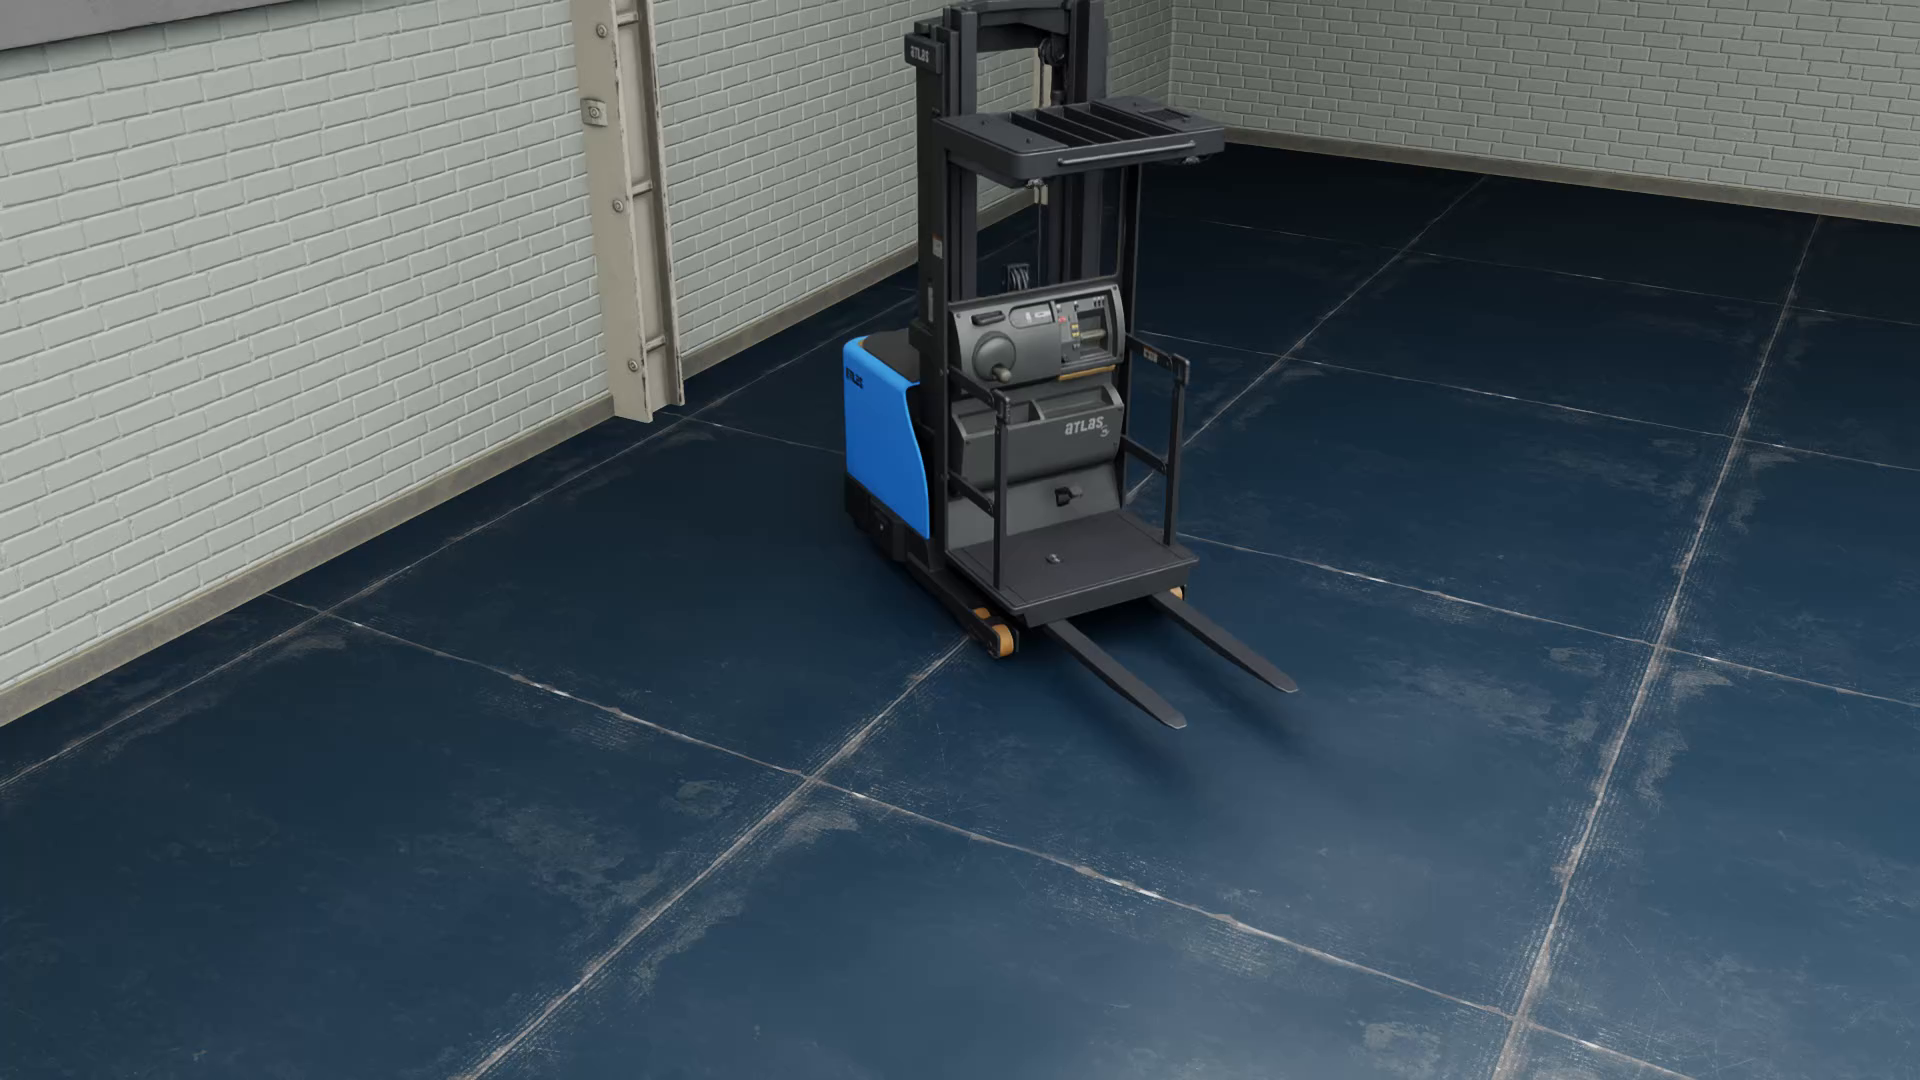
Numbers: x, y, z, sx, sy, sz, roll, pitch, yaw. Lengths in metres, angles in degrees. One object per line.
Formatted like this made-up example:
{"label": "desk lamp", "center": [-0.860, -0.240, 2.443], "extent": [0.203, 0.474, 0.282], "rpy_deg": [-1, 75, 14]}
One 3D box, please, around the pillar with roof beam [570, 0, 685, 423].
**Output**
{"label": "pillar with roof beam", "center": [1.691, -3.943, 7.075], "extent": [9.100, 9.000, 0.400], "rpy_deg": [14, 30, 26]}

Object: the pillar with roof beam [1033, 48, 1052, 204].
{"label": "pillar with roof beam", "center": [4.642, -6.282, 11.746], "extent": [9.100, 9.000, 0.400], "rpy_deg": [14, 30, 26]}

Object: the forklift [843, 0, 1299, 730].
{"label": "forklift", "center": [0.495, -0.966, 7.906], "extent": [1.130, 2.935, 3.031], "rpy_deg": [-14, 30, -25]}
